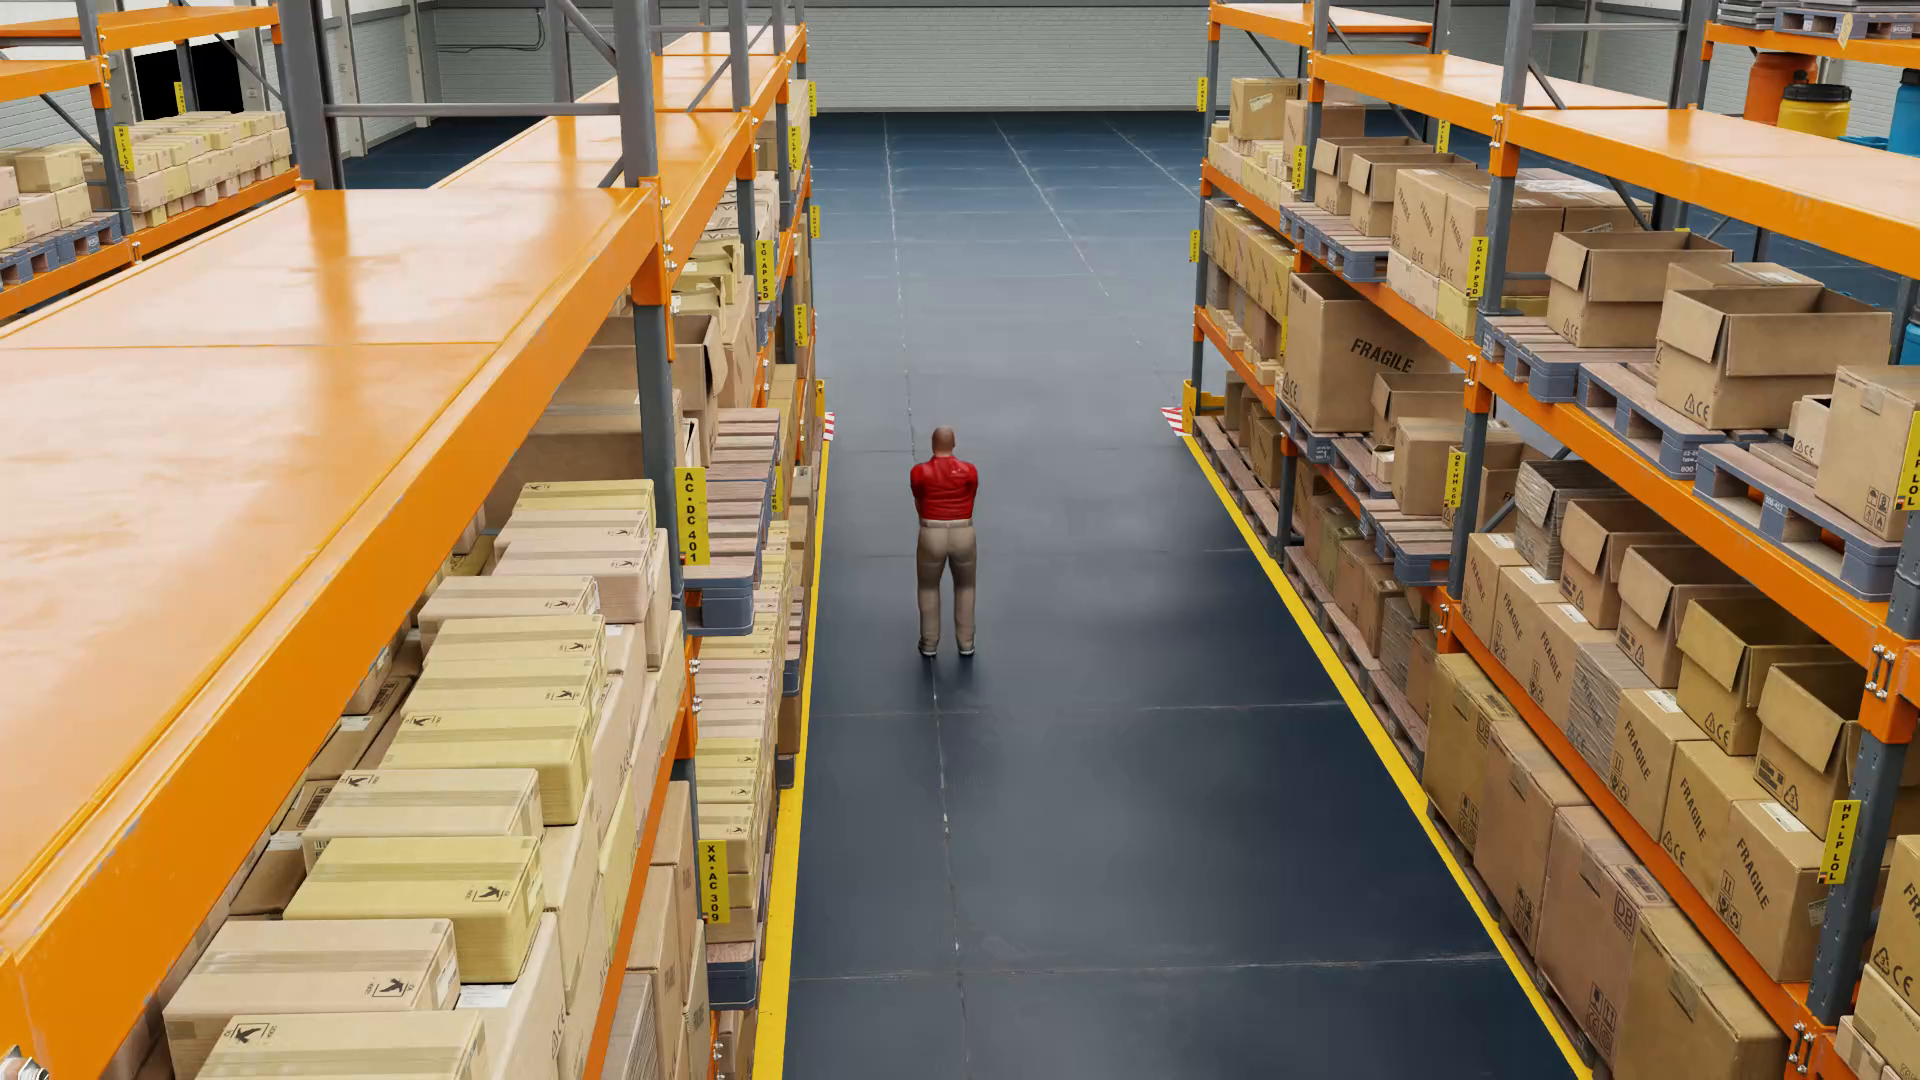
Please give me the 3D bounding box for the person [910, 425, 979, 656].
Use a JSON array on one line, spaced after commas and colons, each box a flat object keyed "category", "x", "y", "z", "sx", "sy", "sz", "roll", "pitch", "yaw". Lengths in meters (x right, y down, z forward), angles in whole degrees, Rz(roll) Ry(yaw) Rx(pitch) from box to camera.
[{"category": "person", "x": -0.119, "y": 0.015, "z": 12.051, "sx": 0.490, "sy": 1.640, "sz": 0.519, "roll": -1, "pitch": 20, "yaw": -4}]
